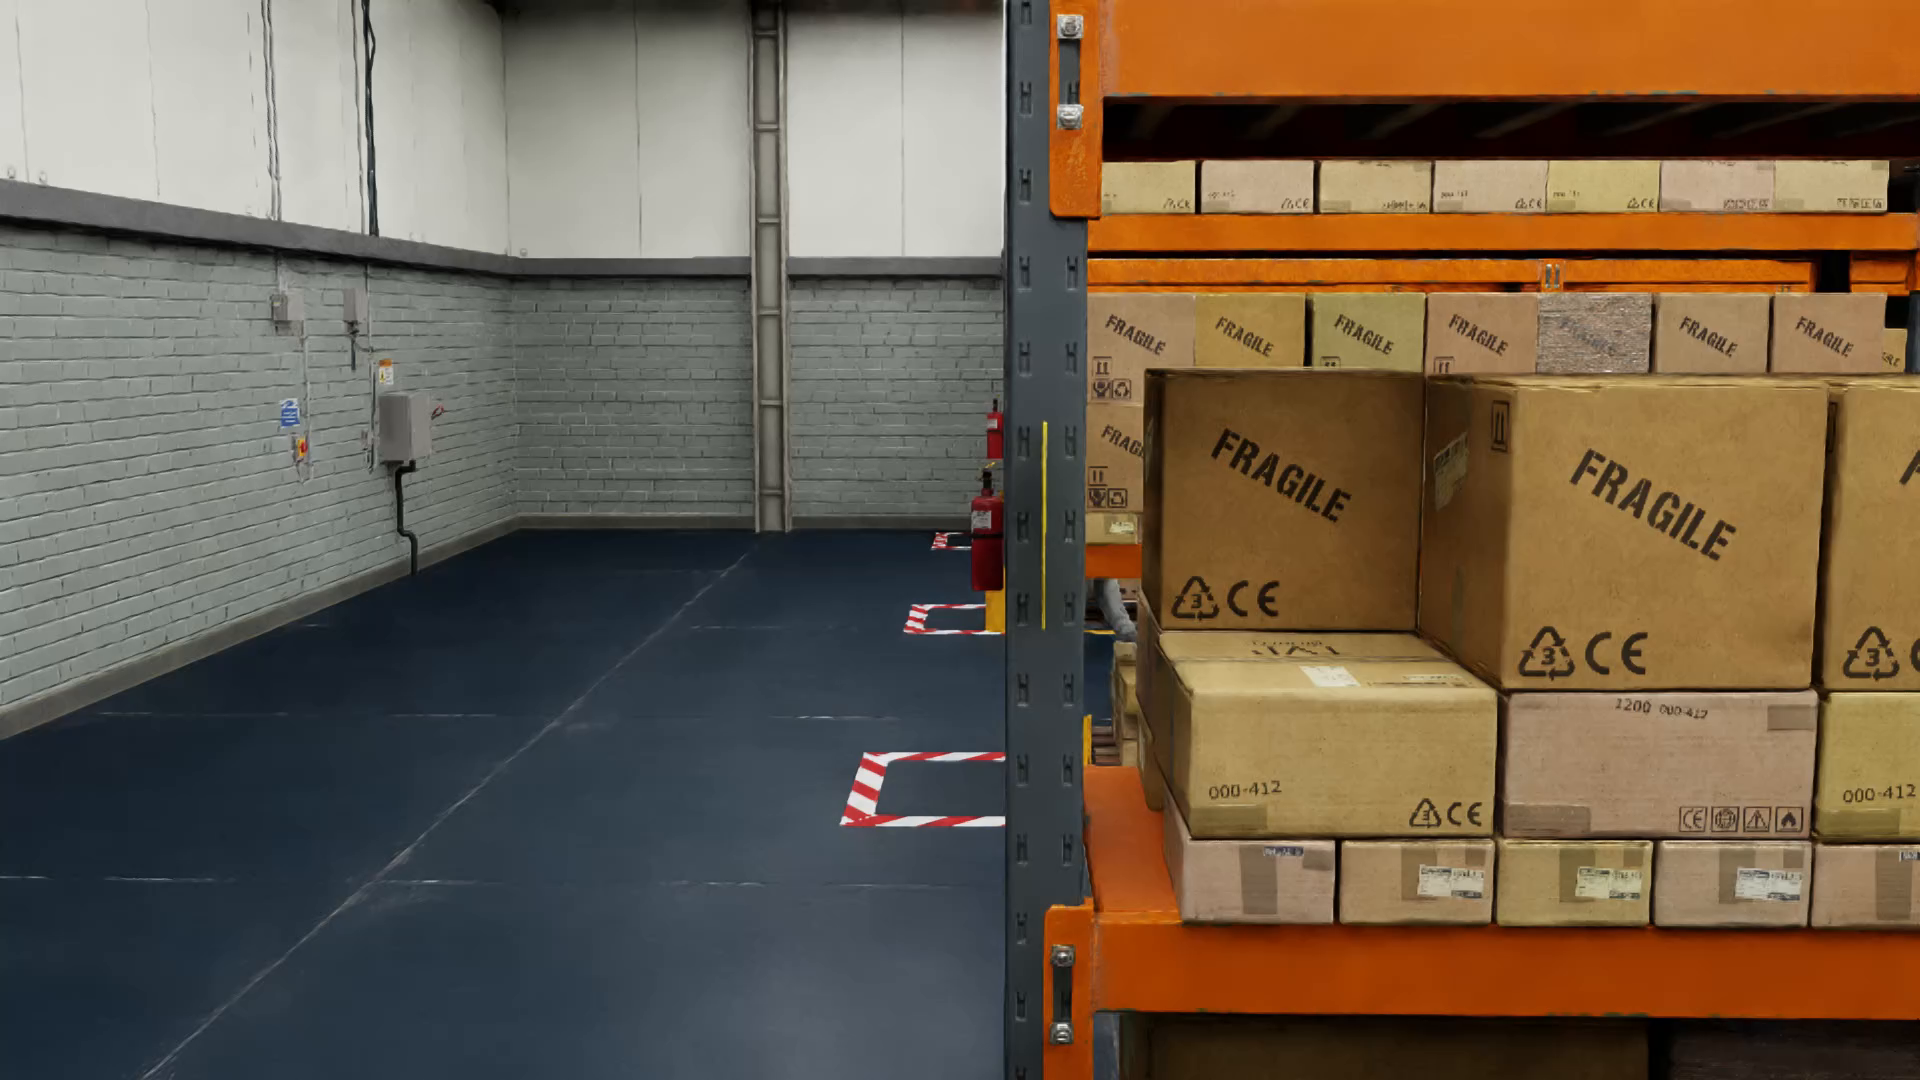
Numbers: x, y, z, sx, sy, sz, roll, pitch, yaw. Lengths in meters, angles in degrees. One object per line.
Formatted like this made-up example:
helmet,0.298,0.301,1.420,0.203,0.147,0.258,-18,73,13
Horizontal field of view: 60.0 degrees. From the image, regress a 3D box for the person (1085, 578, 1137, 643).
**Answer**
person,0.959,-0.071,11.692,0.922,1.757,0.611,1,7,4
